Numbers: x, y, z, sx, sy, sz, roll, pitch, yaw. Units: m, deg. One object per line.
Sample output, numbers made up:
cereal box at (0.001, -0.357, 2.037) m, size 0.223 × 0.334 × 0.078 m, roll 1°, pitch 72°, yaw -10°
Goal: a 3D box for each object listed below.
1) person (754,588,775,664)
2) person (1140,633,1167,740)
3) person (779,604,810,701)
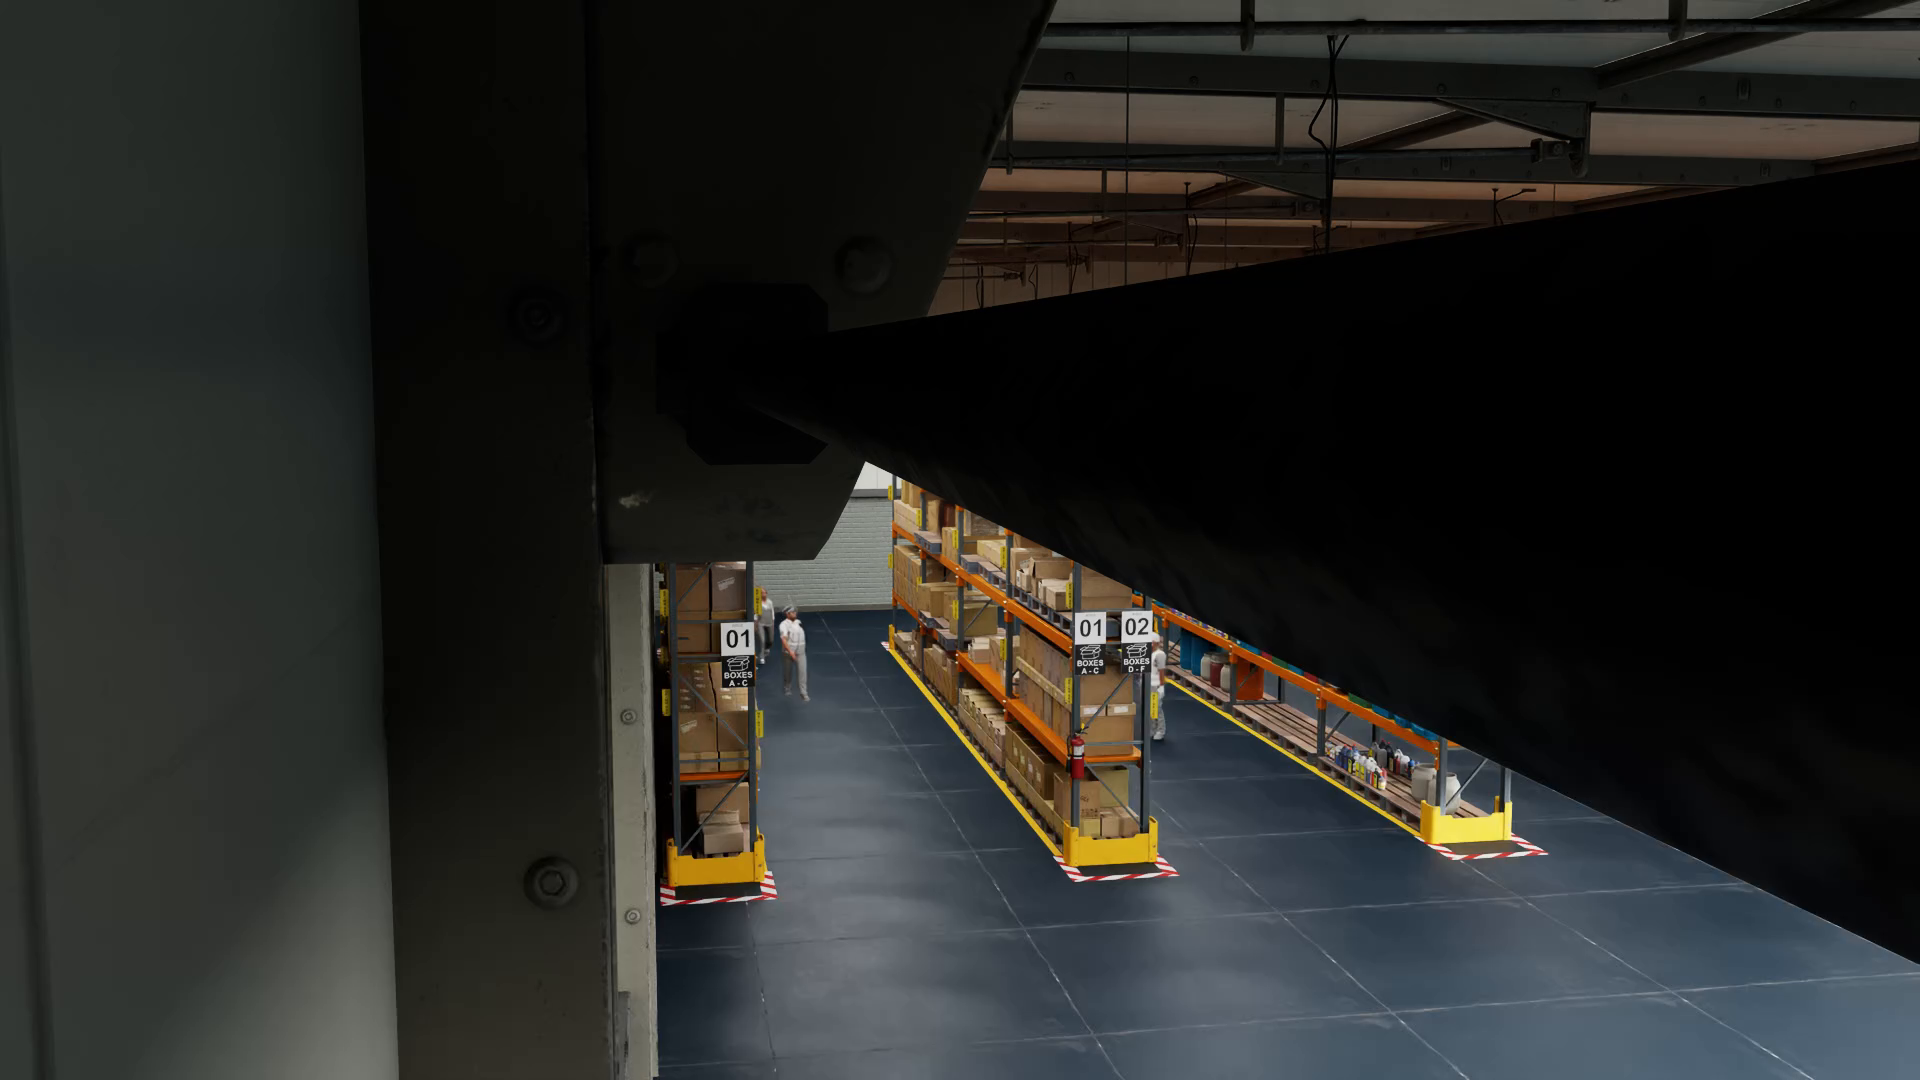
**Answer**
person at (-4.113, 1.781, 34.836) m, size 0.460 × 1.563 × 0.637 m, roll -2°, pitch 6°, yaw -16°
person at (3.231, 2.449, 27.775) m, size 0.375 × 1.817 × 0.675 m, roll -3°, pitch 7°, yaw -25°
person at (-3.021, 2.023, 30.251) m, size 0.522 × 1.713 × 0.992 m, roll -2°, pitch 7°, yaw -18°
